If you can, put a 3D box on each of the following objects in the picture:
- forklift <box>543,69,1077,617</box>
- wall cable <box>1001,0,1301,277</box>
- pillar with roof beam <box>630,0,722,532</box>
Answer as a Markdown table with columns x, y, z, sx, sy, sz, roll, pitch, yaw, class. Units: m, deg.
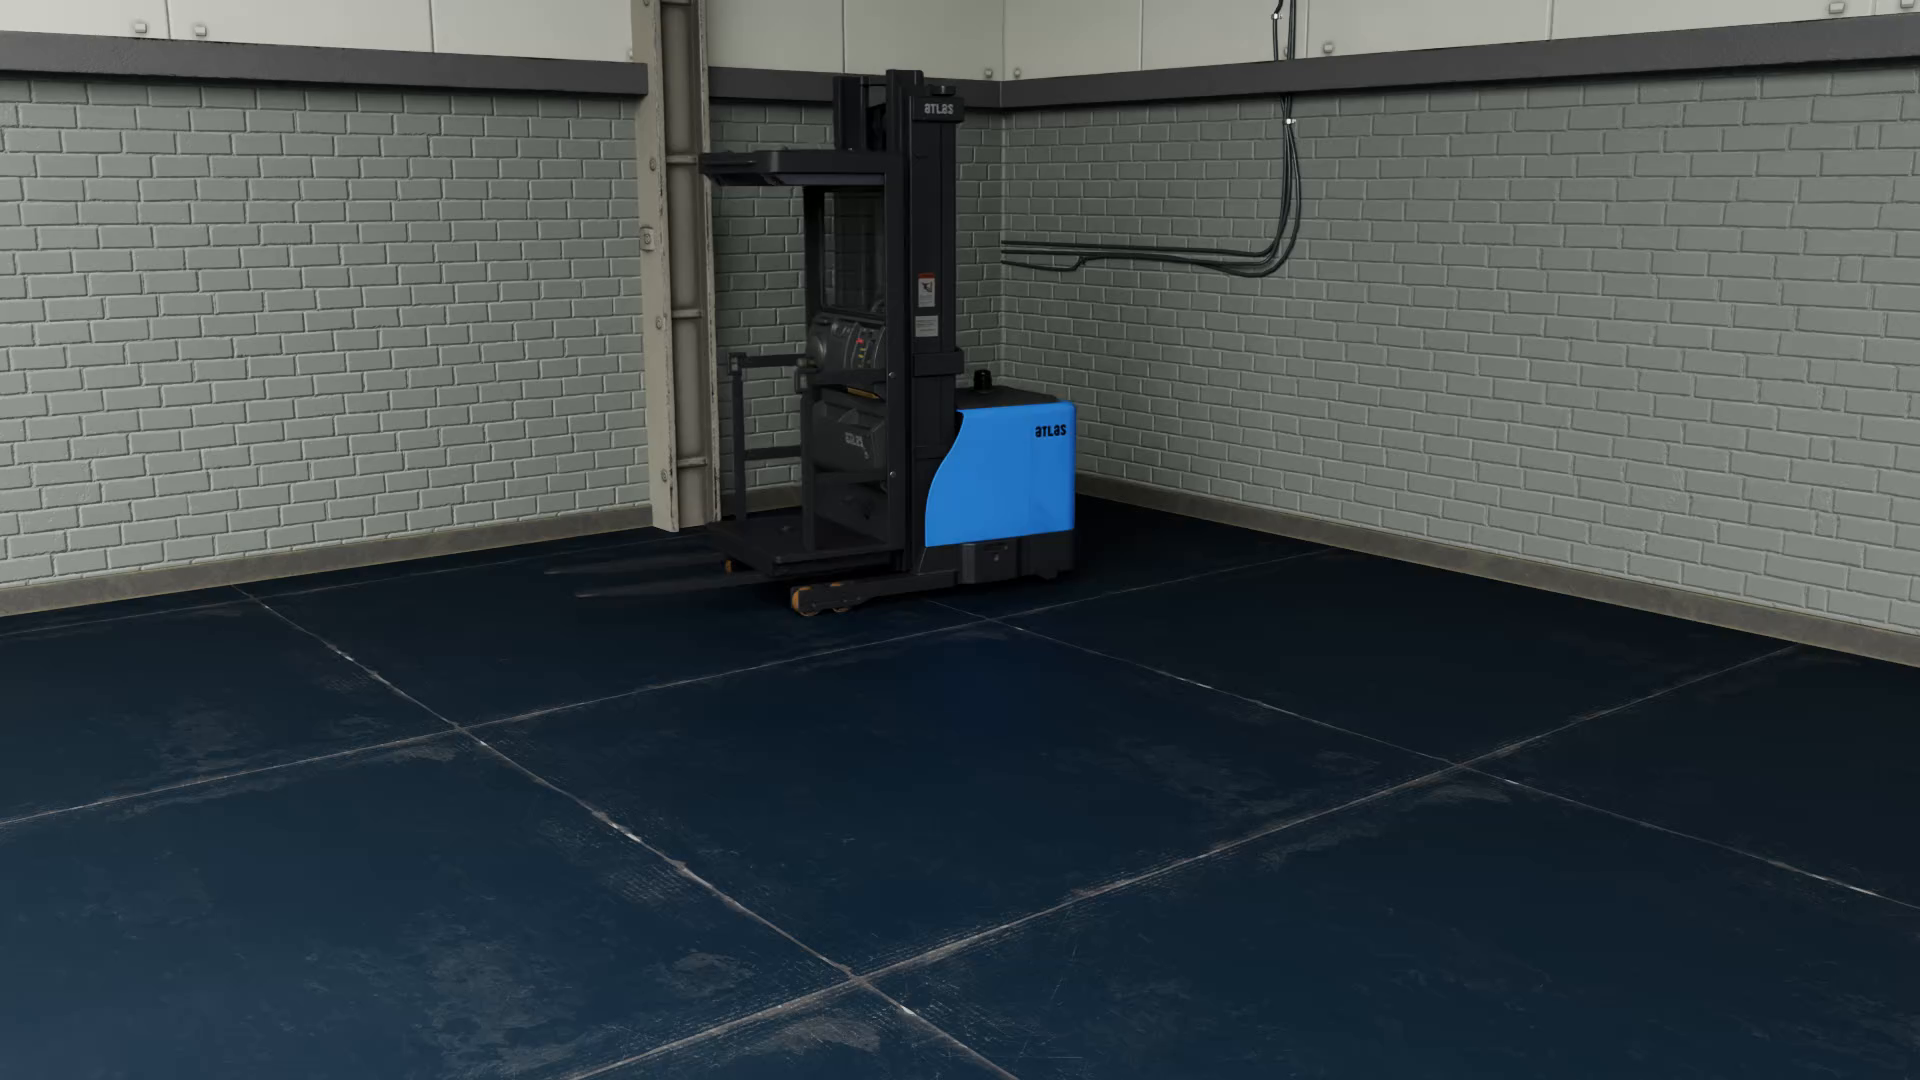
| x | y | z | sx | sy | sz | roll | pitch | yaw | class |
| --- | --- | --- | --- | --- | --- | --- | --- | --- | --- |
| -0.837 | -1.136 | 9.420 | 3.031 | 2.935 | 1.130 | -7 | 14 | -29 | forklift |
| 1.216 | -3.155 | 11.796 | 0.112 | 2.526 | 3.097 | -9 | 15 | -38 | wall cable |
| 0.779 | -3.808 | 7.395 | 0.400 | 9.000 | 9.100 | -9 | 15 | -38 | pillar with roof beam |
